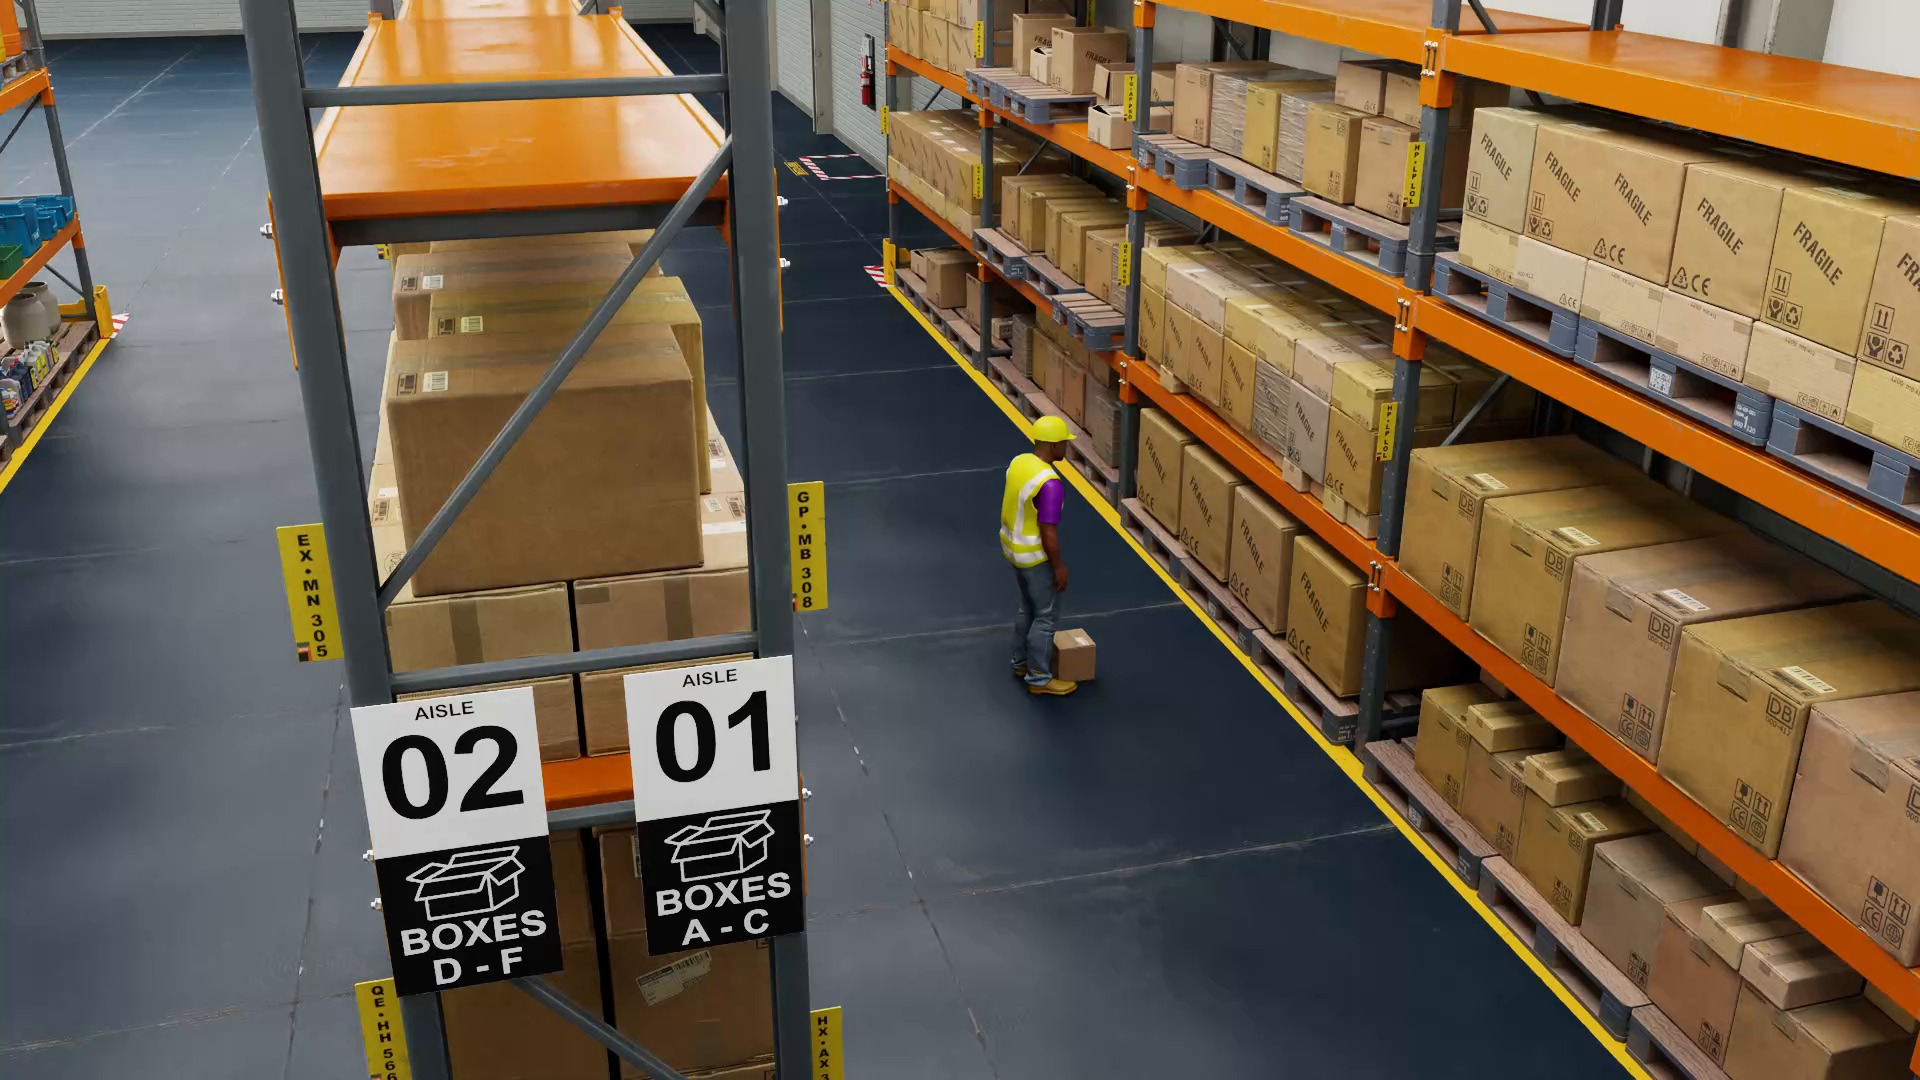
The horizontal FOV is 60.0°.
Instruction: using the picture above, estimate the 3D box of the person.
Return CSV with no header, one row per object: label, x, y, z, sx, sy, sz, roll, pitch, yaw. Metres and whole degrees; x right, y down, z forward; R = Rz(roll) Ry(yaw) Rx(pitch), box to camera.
person,0.498,0.078,10.387,0.459,1.760,0.634,-8,24,-17
